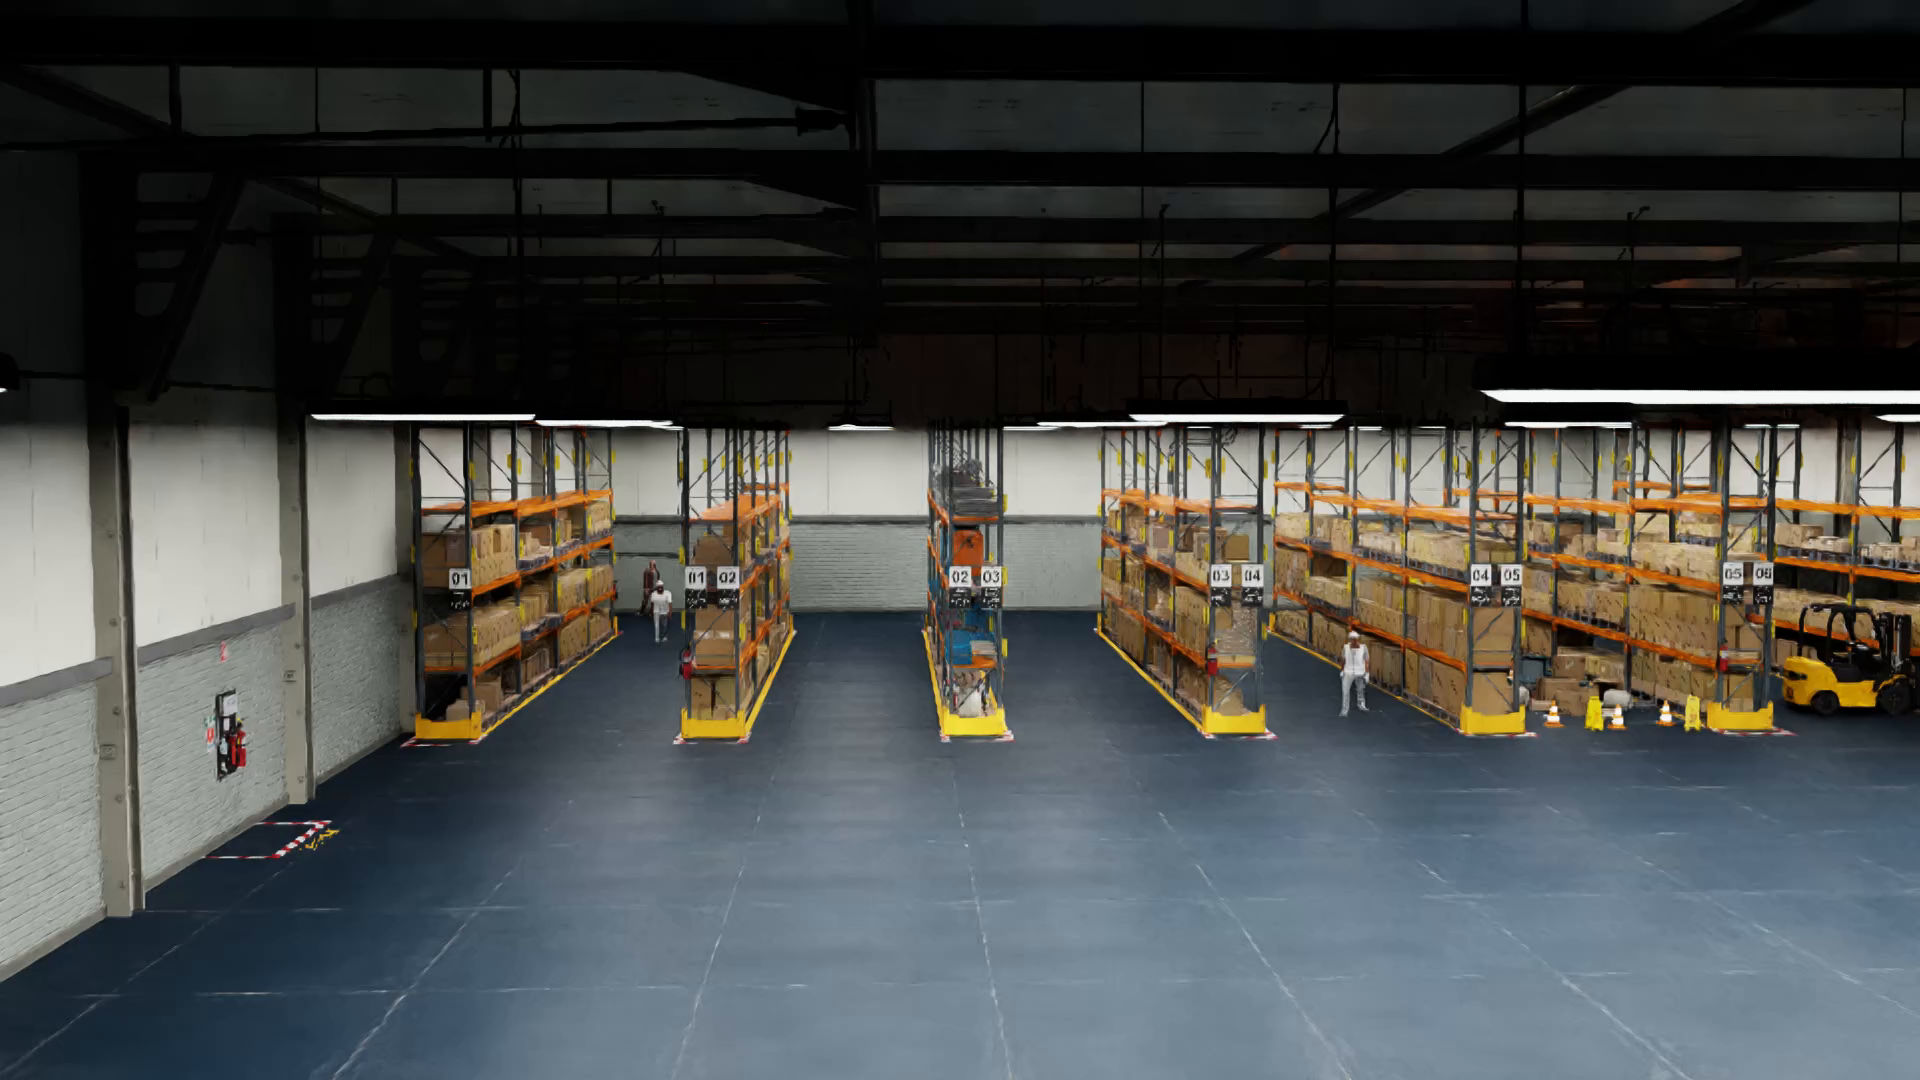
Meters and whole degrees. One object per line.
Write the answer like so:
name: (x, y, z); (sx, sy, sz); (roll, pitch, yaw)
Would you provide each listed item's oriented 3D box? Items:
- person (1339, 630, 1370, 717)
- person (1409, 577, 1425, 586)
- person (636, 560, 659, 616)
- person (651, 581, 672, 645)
person: (7.962, 2.677, 33.553); (0.608, 1.735, 0.984); (1, 4, 19)
person: (14.090, 1.503, 51.388); (0.599, 1.753, 0.574); (3, 5, 35)
person: (-9.654, 1.487, 51.446); (0.785, 1.768, 0.520); (-4, 5, -44)
person: (-8.038, 1.946, 44.804); (0.591, 1.716, 1.042); (0, 4, -3)
